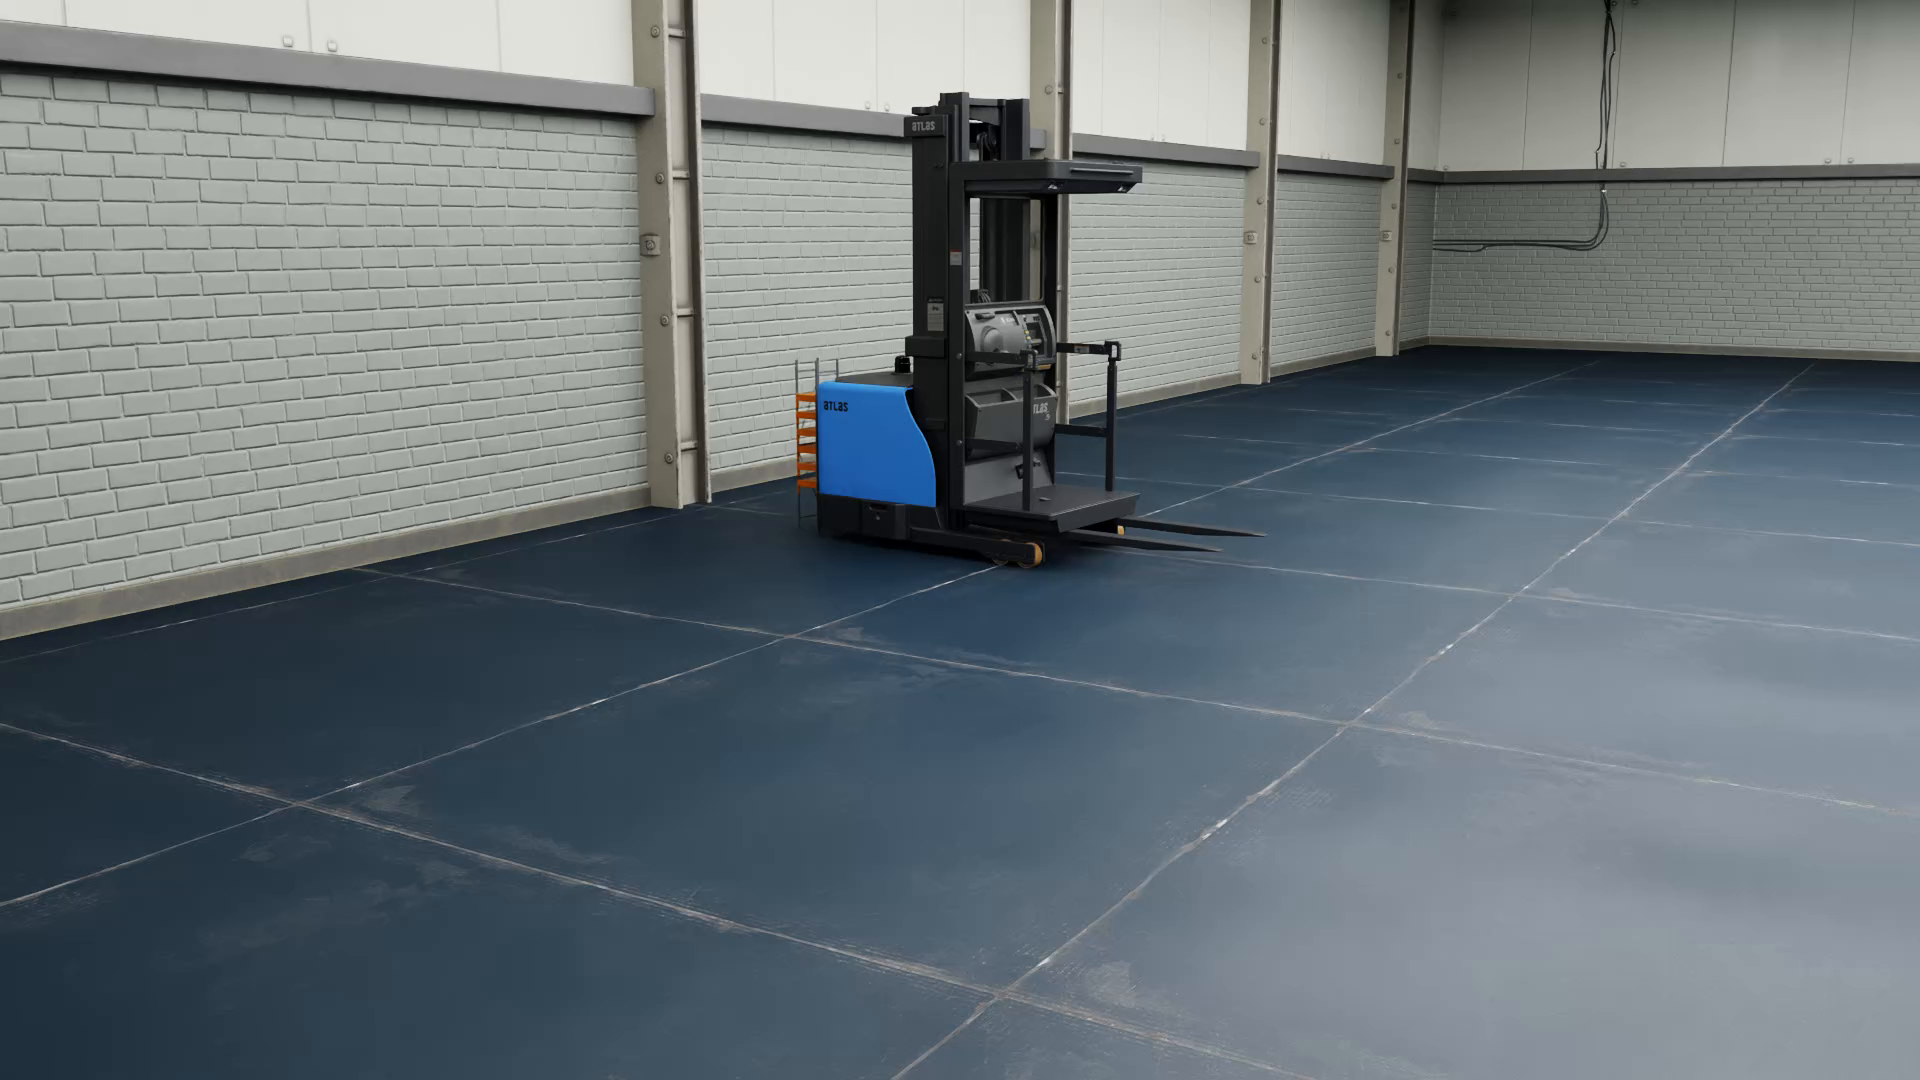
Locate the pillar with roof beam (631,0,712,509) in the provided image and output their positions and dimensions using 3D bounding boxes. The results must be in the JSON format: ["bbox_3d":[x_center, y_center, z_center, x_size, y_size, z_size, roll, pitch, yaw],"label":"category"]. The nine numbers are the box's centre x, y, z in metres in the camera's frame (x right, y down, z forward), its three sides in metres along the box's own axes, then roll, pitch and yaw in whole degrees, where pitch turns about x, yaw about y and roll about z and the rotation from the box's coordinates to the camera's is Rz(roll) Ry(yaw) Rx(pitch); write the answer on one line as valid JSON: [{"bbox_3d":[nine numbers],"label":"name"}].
[{"bbox_3d":[1.512,-4.295,9.854,9.100,9.000,0.400,6,12,31],"label":"pillar with roof beam"}]

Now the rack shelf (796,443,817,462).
[{"bbox_3d":[-0.994,-0.622,11.670,0.180,0.103,0.258,8,13,36],"label":"rack shelf"}]

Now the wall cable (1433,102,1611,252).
[{"bbox_3d":[9.838,-6.348,29.258,3.097,2.526,0.112,6,12,31],"label":"wall cable"}]

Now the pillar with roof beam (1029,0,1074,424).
[{"bbox_3d":[4.627,-5.238,14.895,9.100,9.000,0.400,6,12,31],"label":"pillar with roof beam"}]

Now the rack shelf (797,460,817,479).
[{"bbox_3d":[-0.994,-0.504,11.692,0.180,0.103,0.258,8,13,36],"label":"rack shelf"}]

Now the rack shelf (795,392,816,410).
[{"bbox_3d":[-0.994,-0.975,11.604,0.180,0.103,0.258,8,13,36],"label":"rack shelf"}]

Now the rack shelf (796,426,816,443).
[{"bbox_3d":[-0.994,-0.740,11.648,0.180,0.103,0.258,8,13,36],"label":"rack shelf"}]

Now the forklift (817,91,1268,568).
[{"bbox_3d":[0.502,-1.372,10.734,3.031,2.935,1.130,8,13,36],"label":"forklift"}]

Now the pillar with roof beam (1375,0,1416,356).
[{"bbox_3d":[10.857,-7.126,24.975,9.100,9.000,0.400,6,12,31],"label":"pillar with roof beam"}]

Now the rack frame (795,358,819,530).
[{"bbox_3d":[-1.067,-0.675,11.716,0.006,1.200,0.240,8,13,36],"label":"rack frame"}]

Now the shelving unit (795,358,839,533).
[{"bbox_3d":[-0.994,-0.665,11.662,0.189,1.200,0.258,8,13,36],"label":"shelving unit"}]

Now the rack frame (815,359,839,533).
[{"bbox_3d":[-0.921,-0.655,11.608,0.006,1.200,0.240,8,13,36],"label":"rack frame"}]

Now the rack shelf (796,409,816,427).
[{"bbox_3d":[-0.994,-0.857,11.626,0.180,0.103,0.258,8,13,36],"label":"rack shelf"}]

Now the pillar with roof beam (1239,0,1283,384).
[{"bbox_3d":[7.742,-6.182,19.935,9.100,9.000,0.400,6,12,31],"label":"pillar with roof beam"}]

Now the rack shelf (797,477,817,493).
[{"bbox_3d":[-0.994,-0.386,11.714,0.180,0.103,0.258,8,13,36],"label":"rack shelf"}]

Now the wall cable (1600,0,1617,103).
[{"bbox_3d":[12.150,-8.571,27.413,3.097,2.526,0.112,6,12,31],"label":"wall cable"}]
